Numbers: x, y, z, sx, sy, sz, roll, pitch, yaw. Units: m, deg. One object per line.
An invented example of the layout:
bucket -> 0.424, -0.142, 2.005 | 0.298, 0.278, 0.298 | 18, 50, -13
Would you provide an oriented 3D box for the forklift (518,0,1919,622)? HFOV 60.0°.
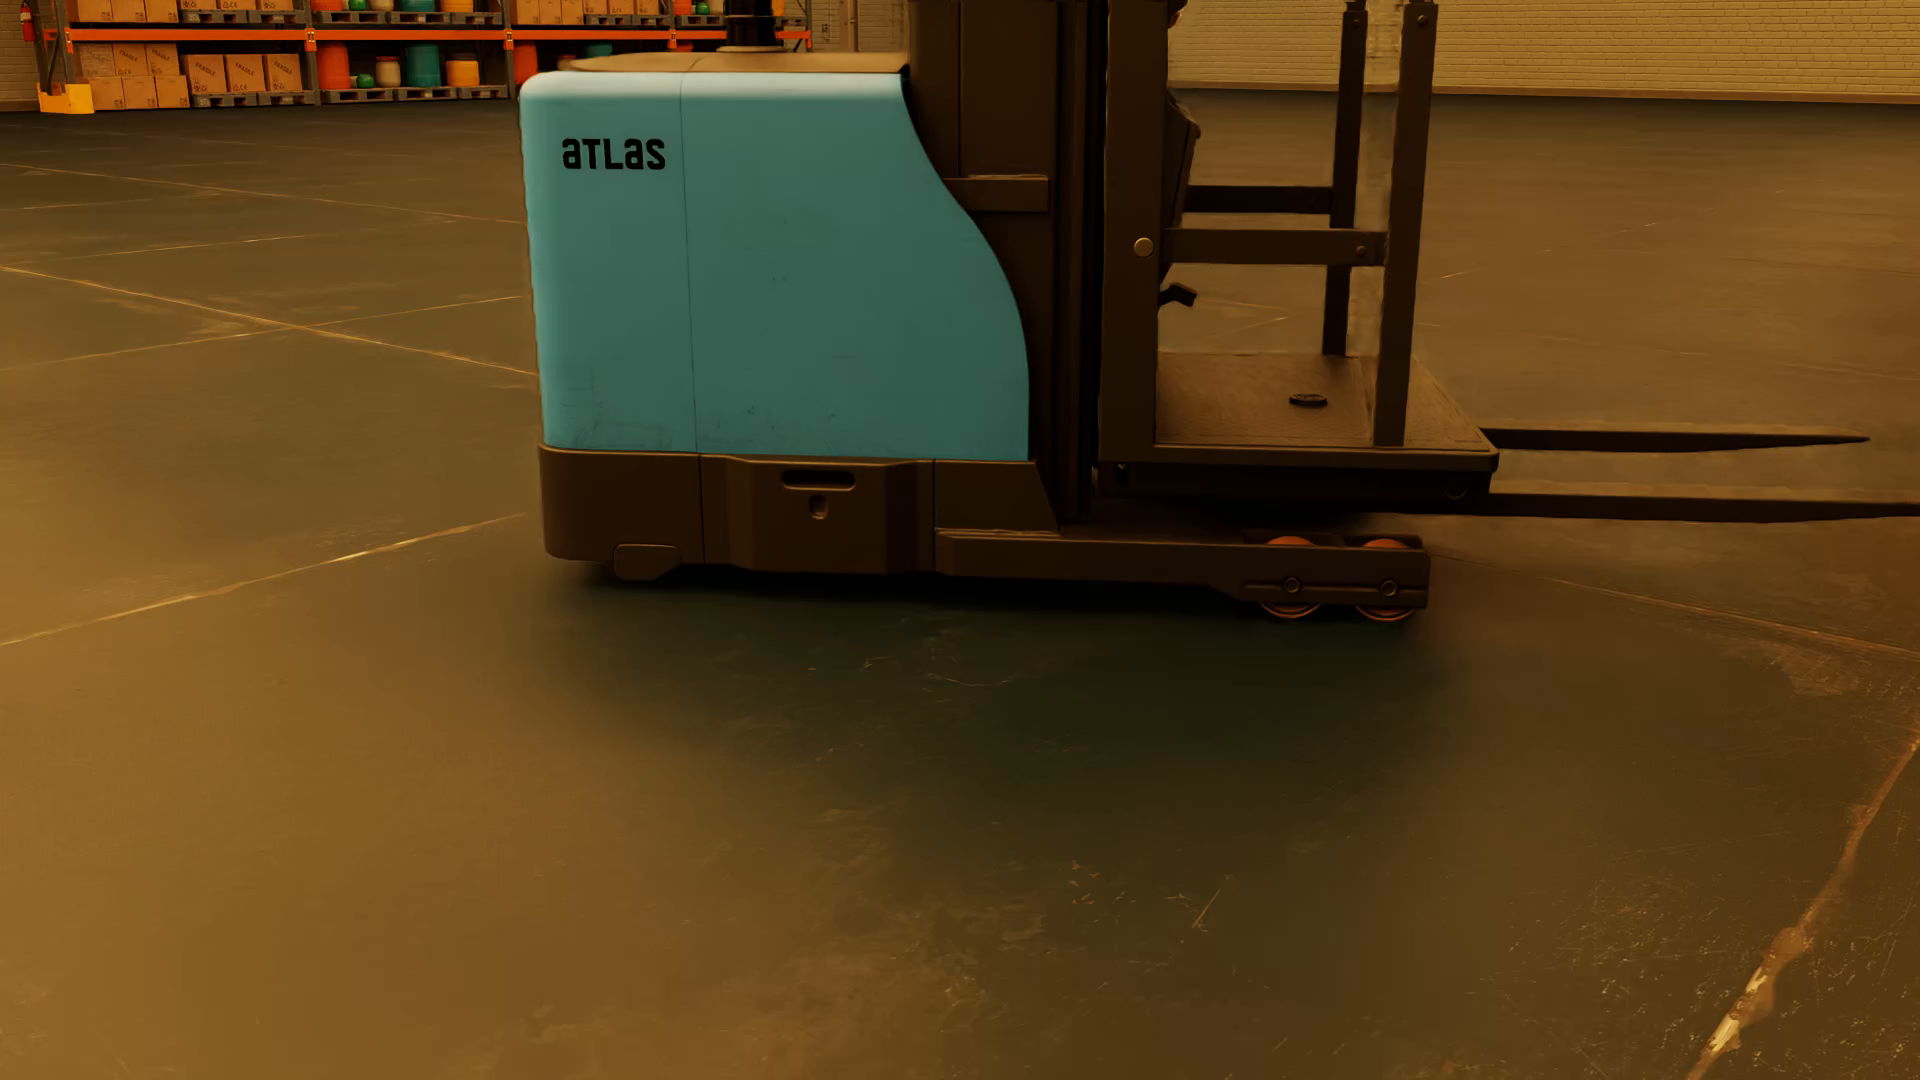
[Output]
forklift -> 0.643, -1.398, 3.502 | 3.031, 2.935, 1.130 | 2, 17, 6
